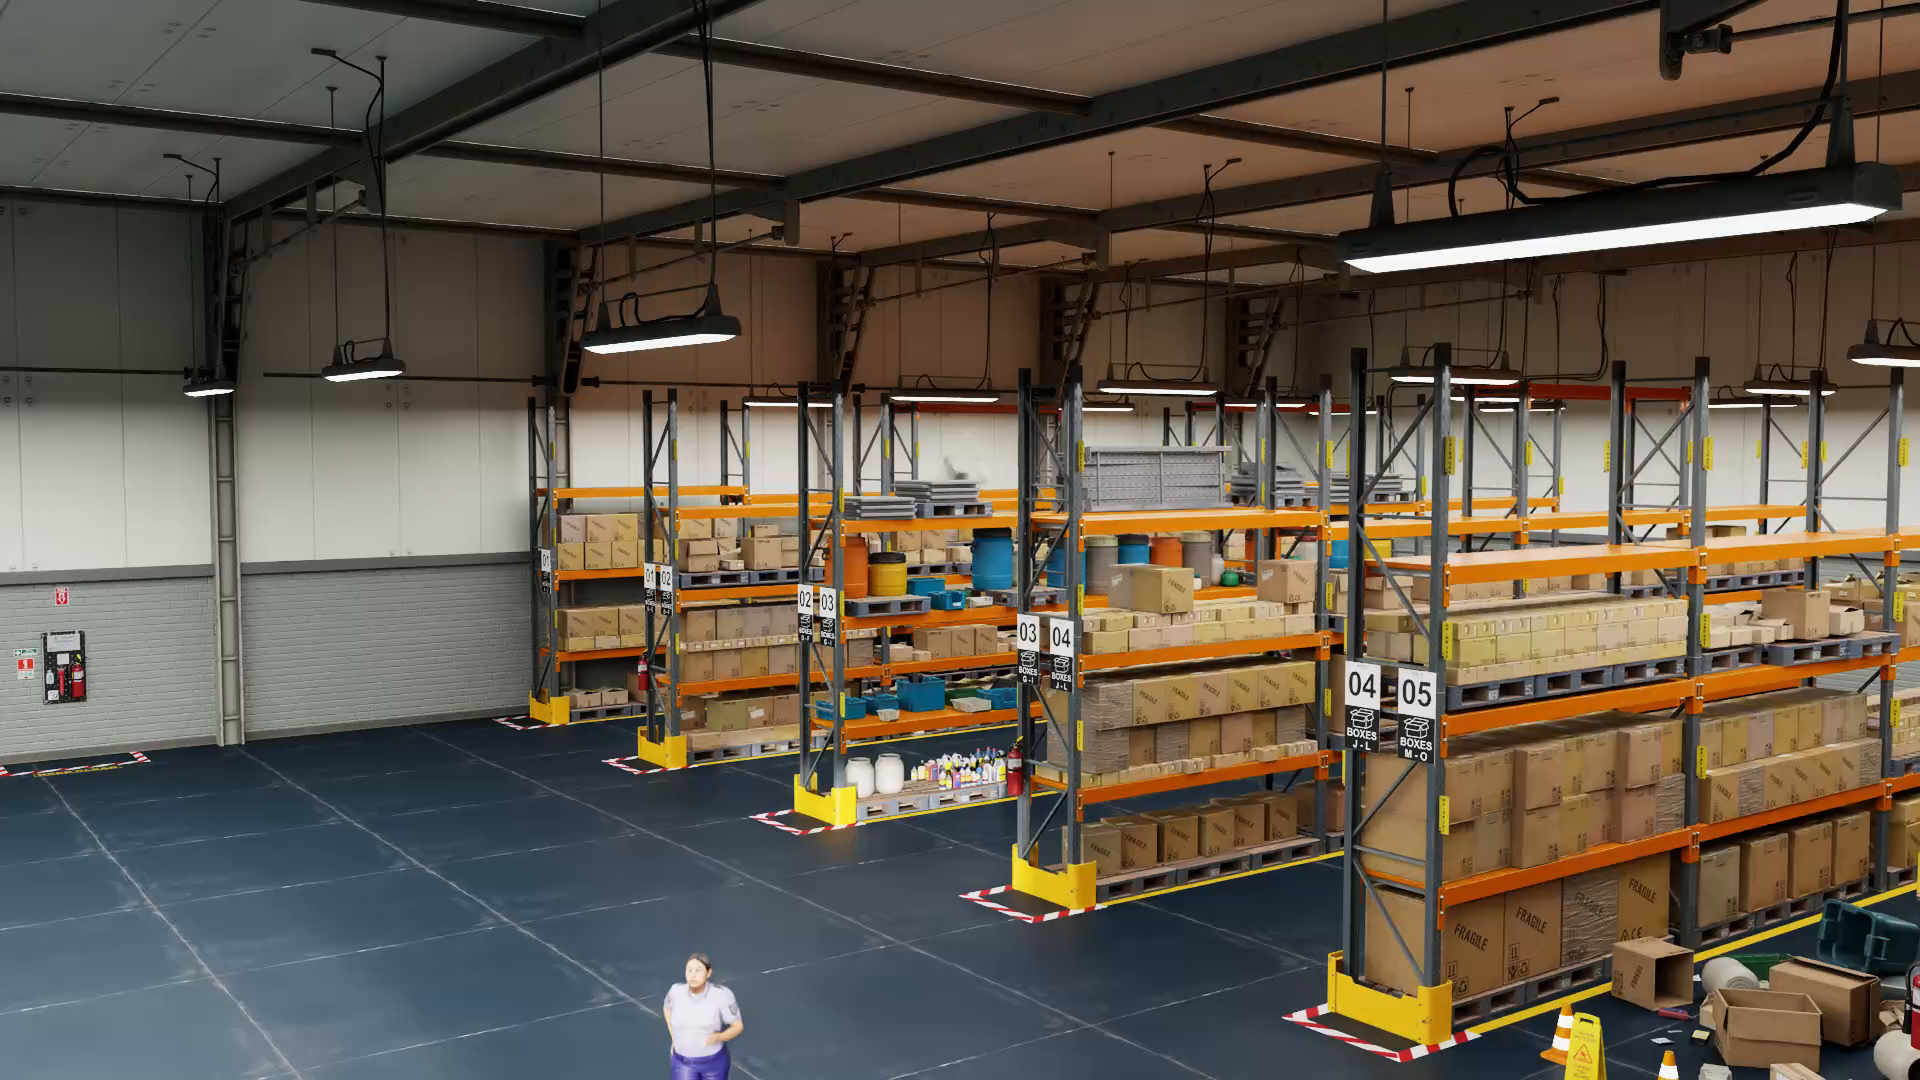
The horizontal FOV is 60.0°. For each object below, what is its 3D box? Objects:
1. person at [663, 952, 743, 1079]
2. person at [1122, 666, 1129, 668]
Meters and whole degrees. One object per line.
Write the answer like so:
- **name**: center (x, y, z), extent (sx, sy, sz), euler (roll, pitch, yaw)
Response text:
- **person**: center (-1.782, 3.686, 11.502), extent (0.572, 1.707, 0.726), euler (0, 3, -4)
- **person**: center (3.083, 2.545, 29.182), extent (0.679, 1.773, 0.898), euler (3, 5, 43)
